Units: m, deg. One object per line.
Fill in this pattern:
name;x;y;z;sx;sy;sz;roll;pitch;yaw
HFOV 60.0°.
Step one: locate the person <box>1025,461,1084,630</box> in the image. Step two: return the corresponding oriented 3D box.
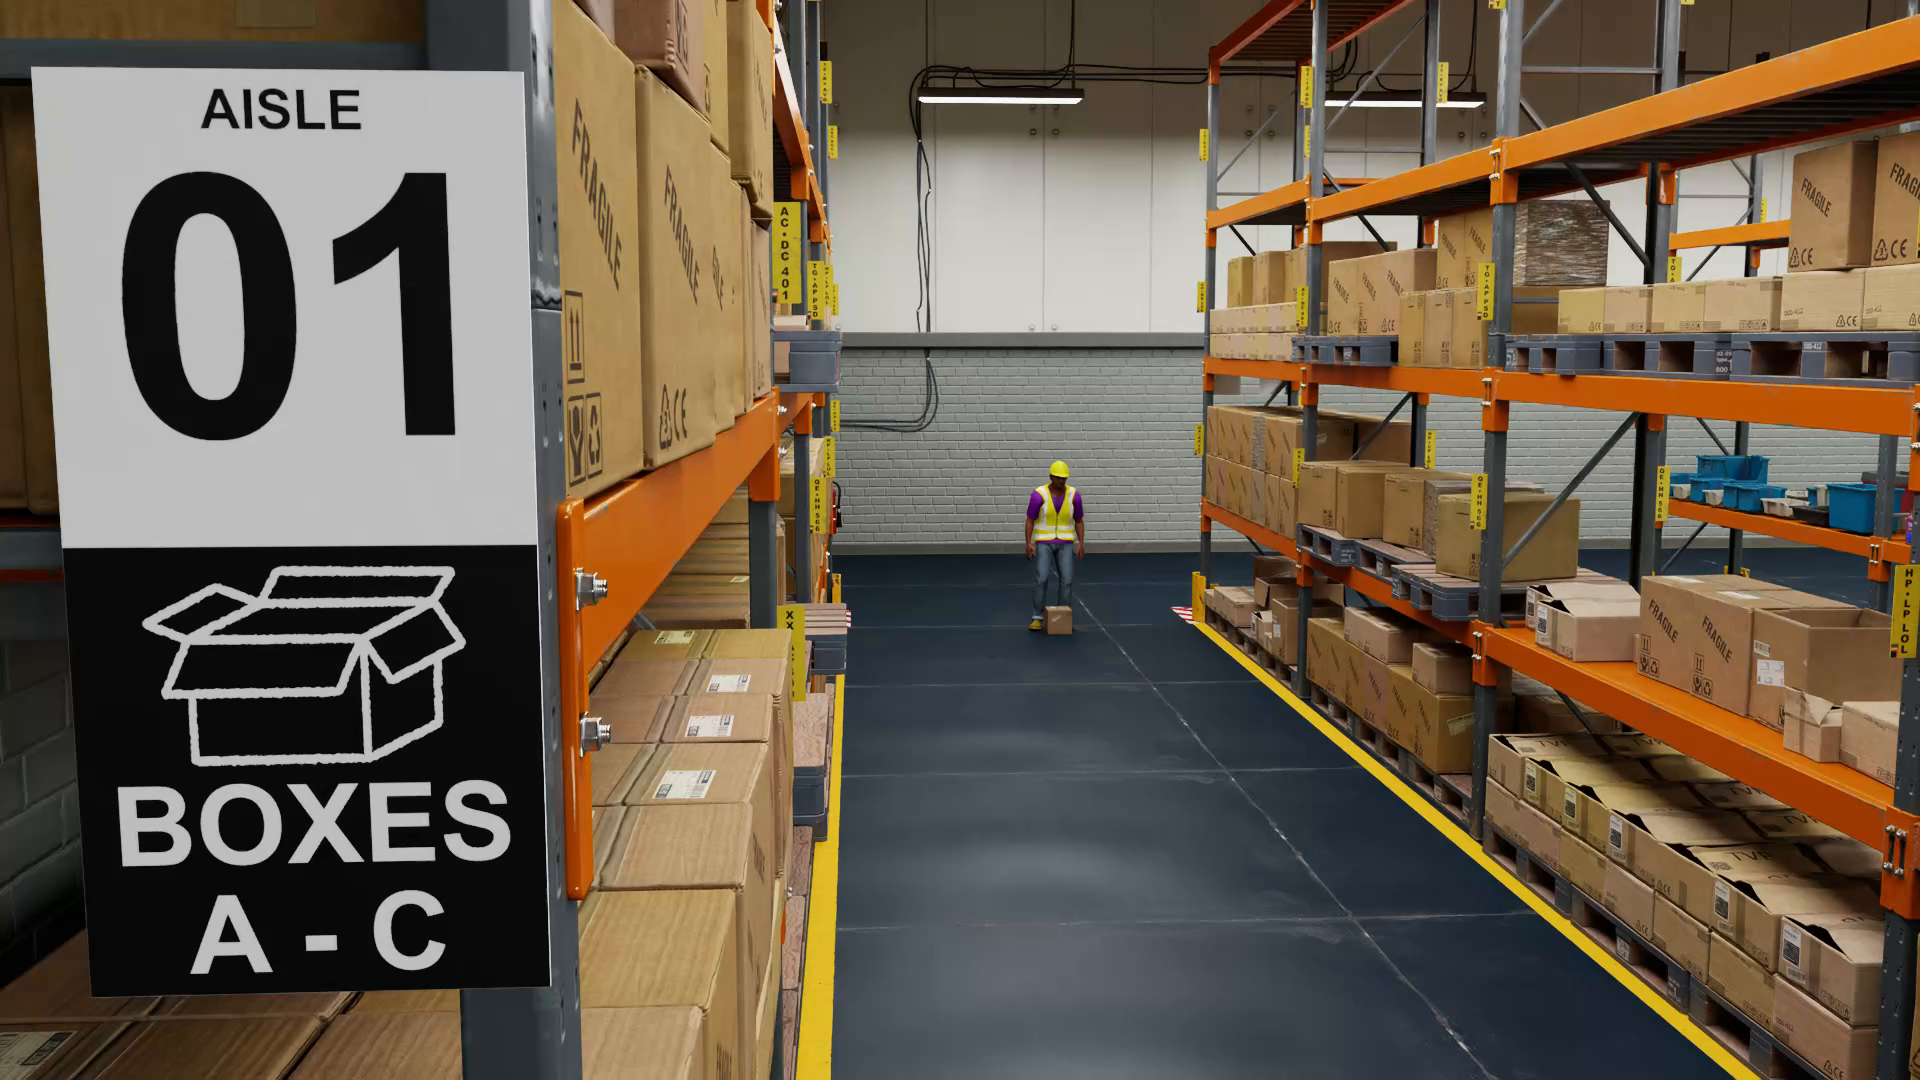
person;0.987;0.051;17.245;0.626;1.759;0.463;-1;7;-6
